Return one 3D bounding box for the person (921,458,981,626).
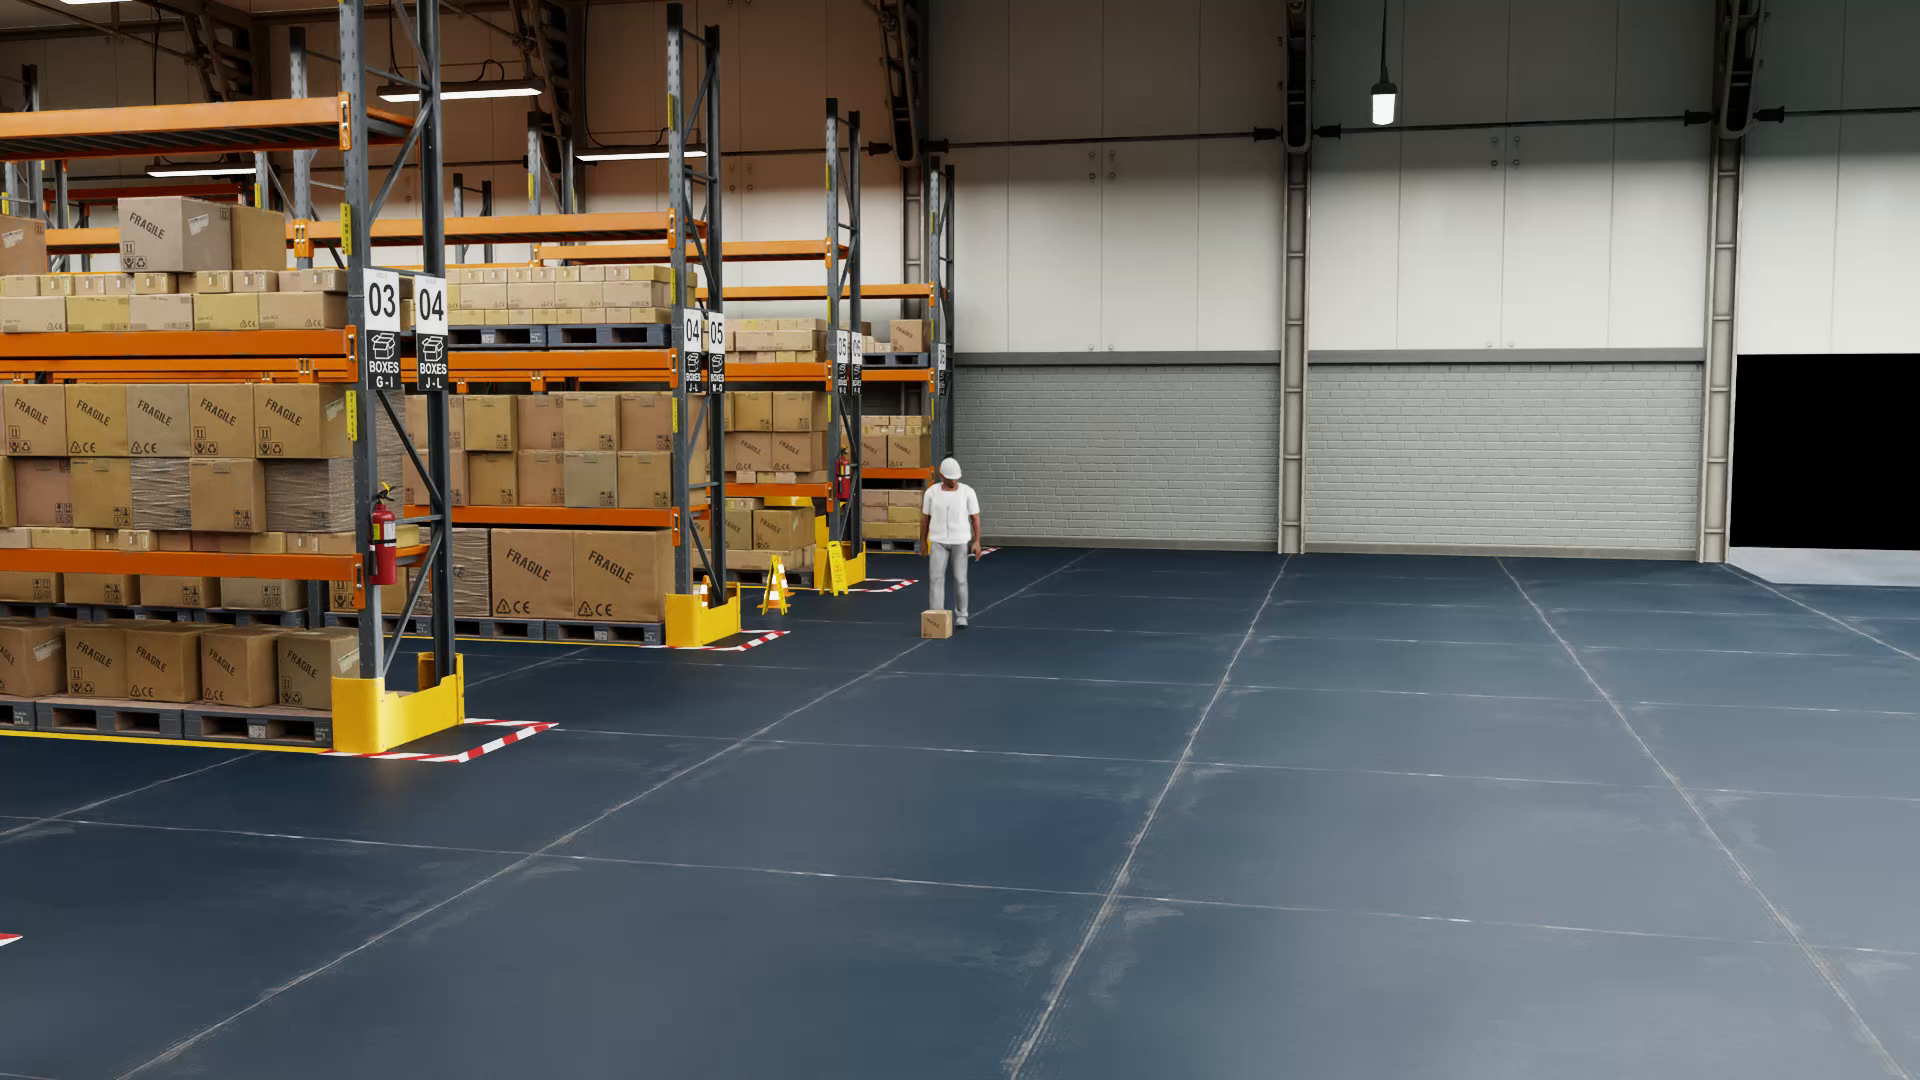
[{"bbox_3d":[-0.108,0.041,16.826,0.628,1.742,0.766,1,5,6],"label":"person"}]
